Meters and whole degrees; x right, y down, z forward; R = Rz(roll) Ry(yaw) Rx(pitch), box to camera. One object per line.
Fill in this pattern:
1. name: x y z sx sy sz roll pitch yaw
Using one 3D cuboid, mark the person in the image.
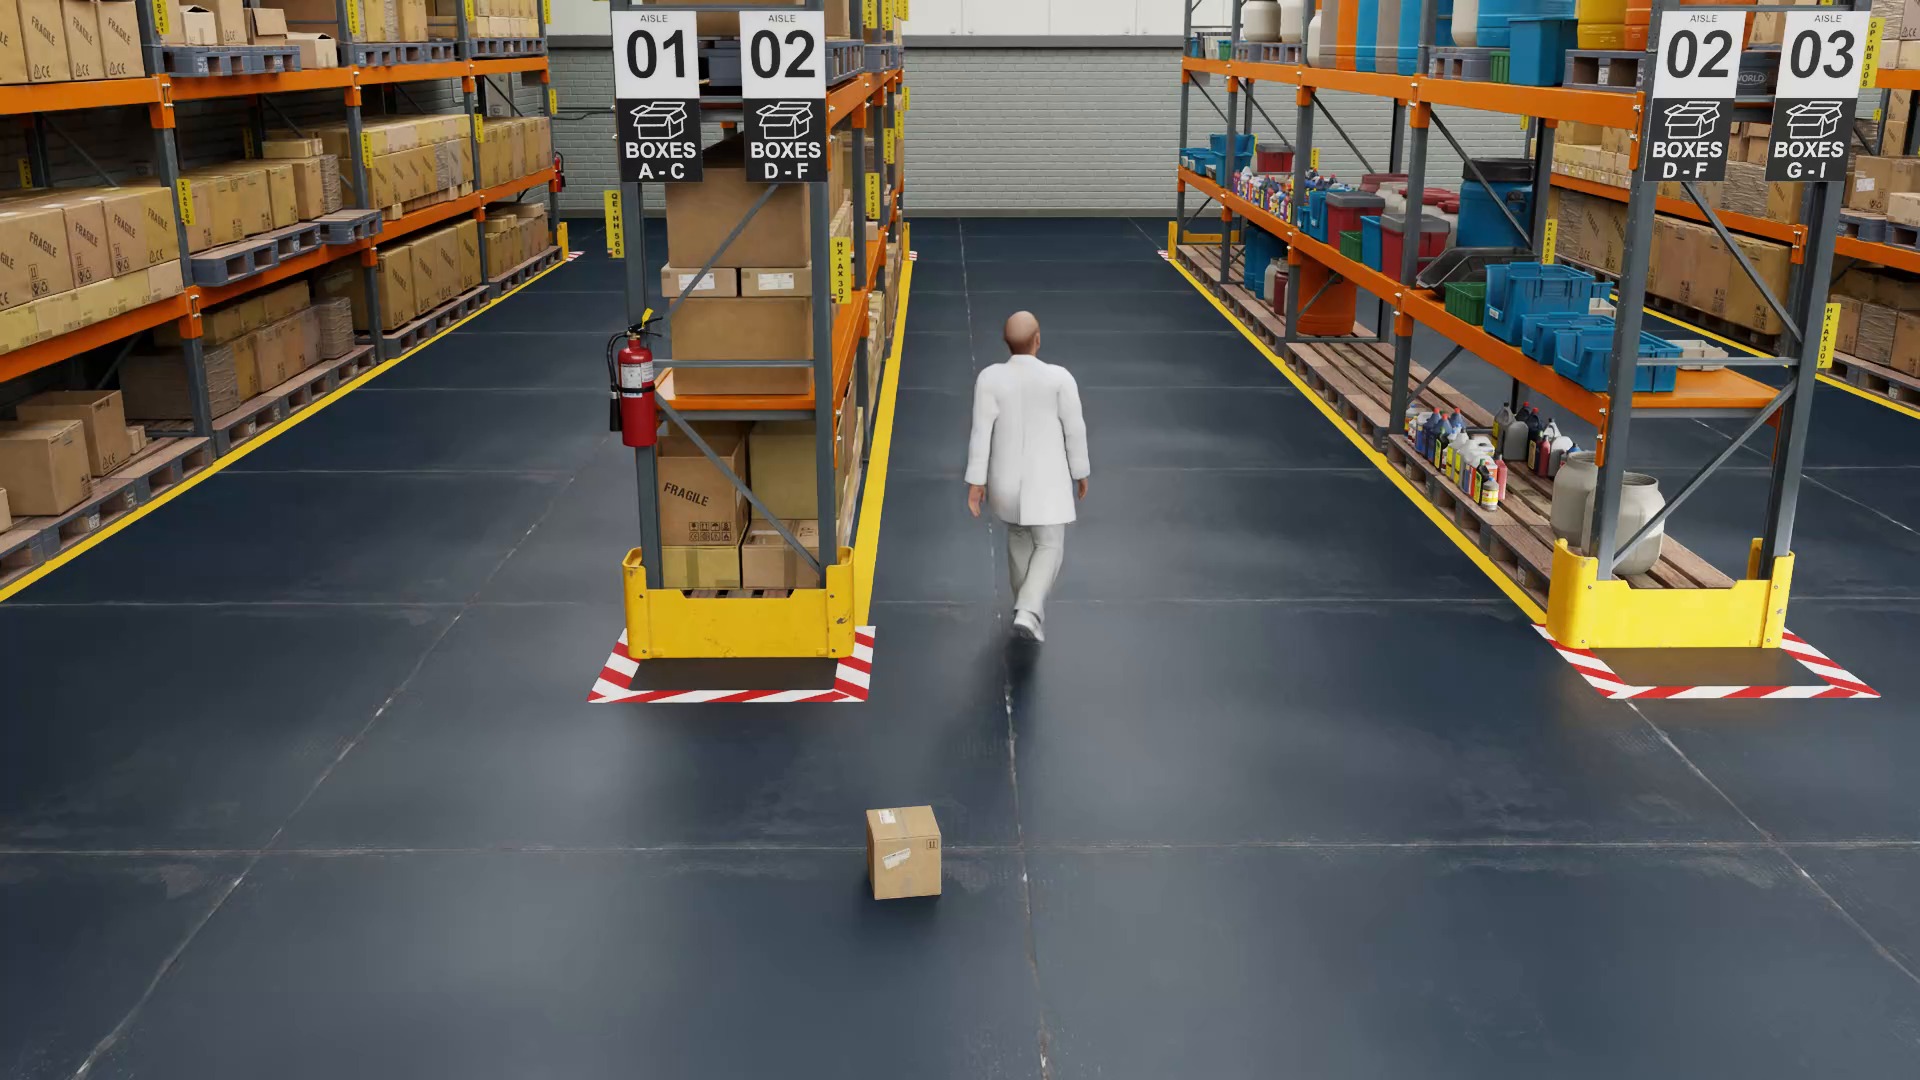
1. person: 0.353 -0.331 8.651 0.618 1.732 1.042 5 17 15
